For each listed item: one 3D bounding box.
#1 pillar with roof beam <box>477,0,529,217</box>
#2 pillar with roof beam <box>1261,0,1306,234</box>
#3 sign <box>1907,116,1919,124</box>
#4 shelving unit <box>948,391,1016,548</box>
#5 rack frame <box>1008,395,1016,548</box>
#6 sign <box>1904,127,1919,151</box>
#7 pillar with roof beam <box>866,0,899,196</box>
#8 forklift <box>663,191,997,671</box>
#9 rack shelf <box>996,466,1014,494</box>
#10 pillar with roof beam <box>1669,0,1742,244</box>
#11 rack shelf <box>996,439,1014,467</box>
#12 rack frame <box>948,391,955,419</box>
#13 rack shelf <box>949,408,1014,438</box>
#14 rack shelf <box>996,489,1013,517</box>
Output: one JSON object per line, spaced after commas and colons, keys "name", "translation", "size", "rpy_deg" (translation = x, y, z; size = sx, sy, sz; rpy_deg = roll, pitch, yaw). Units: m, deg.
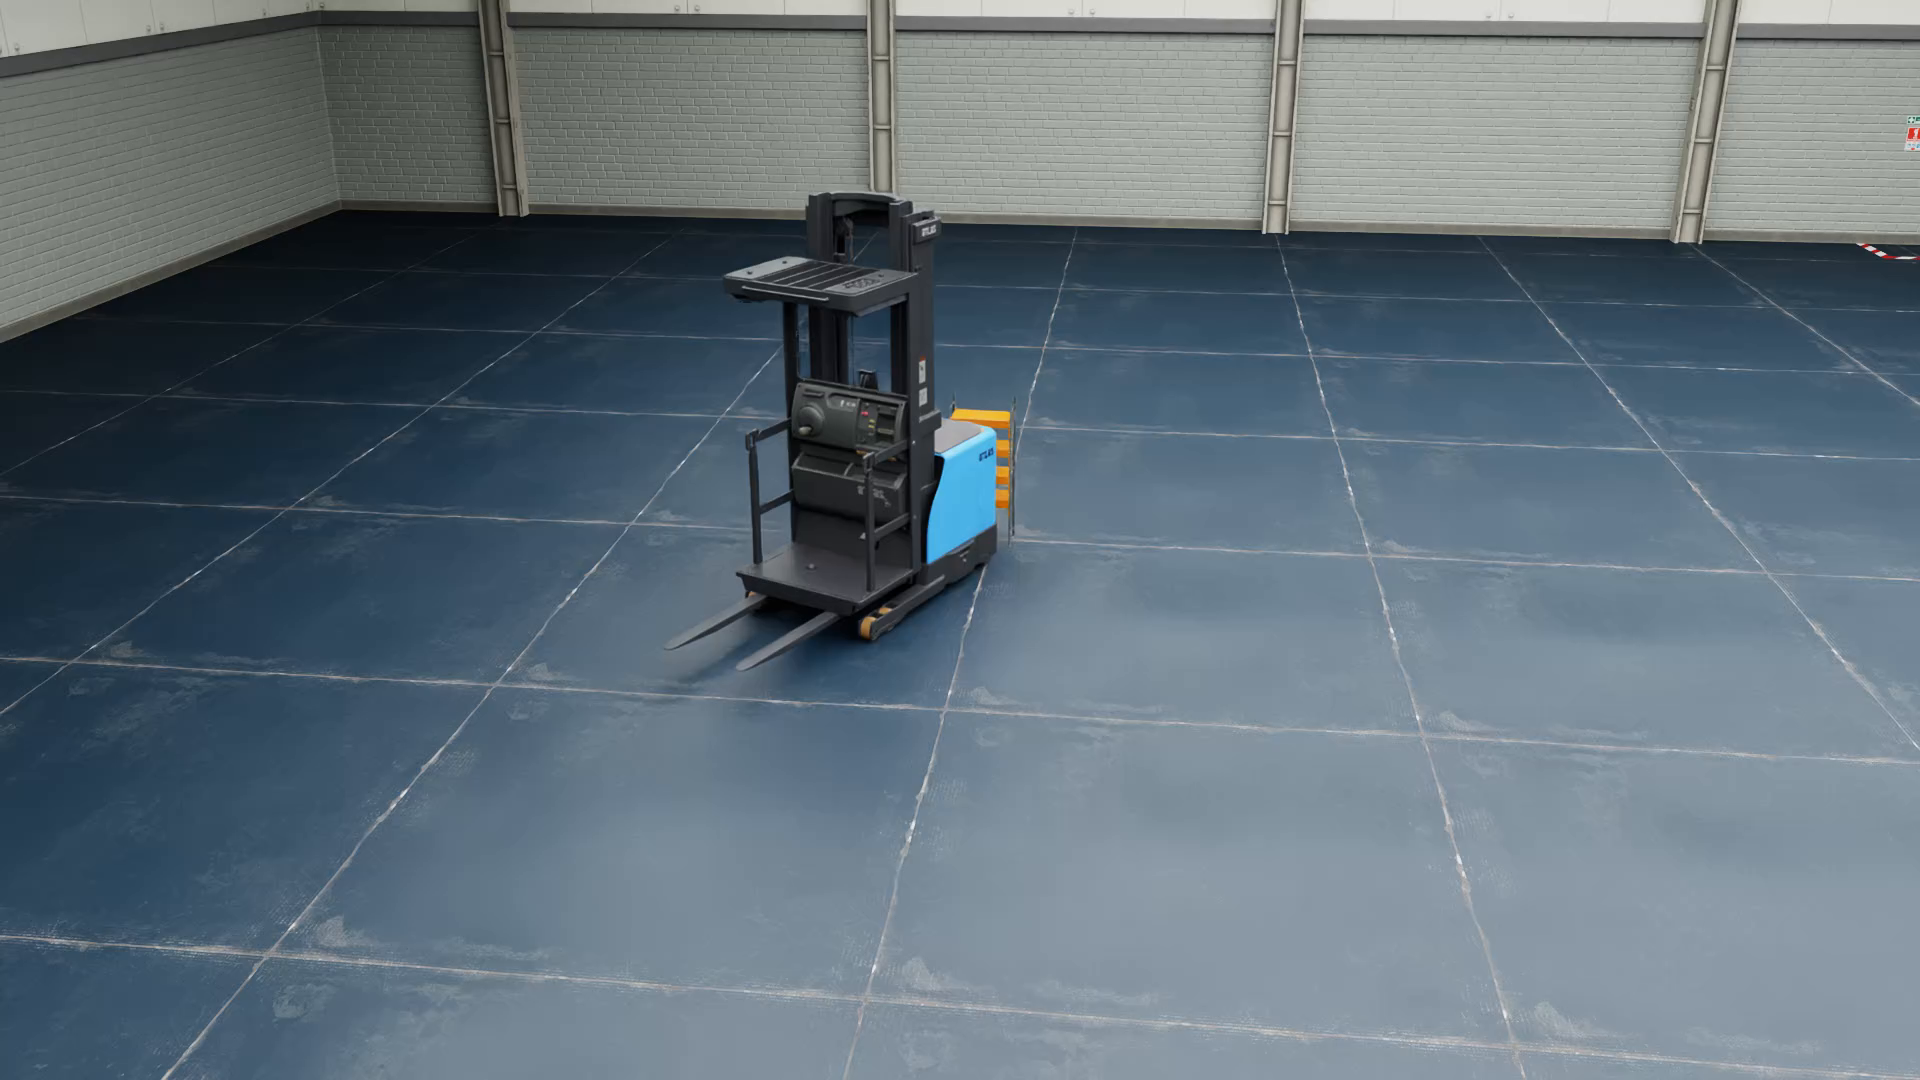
{"name": "pillar with roof beam", "translation": [-7.636, -7.819, 20.976], "size": [0.400, 9.000, 9.100], "rpy_deg": [2, 22, 6]}
{"name": "pillar with roof beam", "translation": [4.281, -7.299, 19.663], "size": [0.400, 9.000, 9.100], "rpy_deg": [2, 22, 6]}
{"name": "sign", "translation": [13.721, -6.004, 23.777], "size": [0.331, 0.109, 0.001], "rpy_deg": [2, 22, 6]}
{"name": "shelving unit", "translation": [0.174, -0.556, 13.215], "size": [0.503, 1.200, 0.258], "rpy_deg": [4, 22, 9]}
{"name": "rack frame", "translation": [0.414, -0.541, 13.175], "size": [0.015, 1.200, 0.240], "rpy_deg": [4, 22, 9]}
{"name": "sign", "translation": [13.717, -5.761, 23.883], "size": [0.234, 0.329, 0.001], "rpy_deg": [2, 22, 6]}
{"name": "pillar with roof beam", "translation": [-1.678, -7.559, 20.320], "size": [0.400, 9.000, 9.100], "rpy_deg": [2, 22, 6]}
{"name": "forklift", "translation": [-0.904, -0.853, 11.610], "size": [1.130, 2.935, 3.031], "rpy_deg": [13, 25, 29]}
{"name": "rack shelf", "translation": [0.174, -0.494, 13.240], "size": [0.480, 0.148, 0.258], "rpy_deg": [4, 22, 9]}
{"name": "pillar with roof beam", "translation": [10.239, -7.040, 19.007], "size": [0.400, 9.000, 9.100], "rpy_deg": [2, 22, 6]}
{"name": "rack shelf", "translation": [0.174, -0.702, 13.158], "size": [0.480, 0.148, 0.258], "rpy_deg": [4, 22, 9]}
{"name": "rack frame", "translation": [-0.066, -0.572, 13.256], "size": [0.015, 1.200, 0.240], "rpy_deg": [4, 22, 9]}
{"name": "rack shelf", "translation": [0.174, -0.922, 13.071], "size": [0.480, 0.148, 0.258], "rpy_deg": [4, 22, 9]}
{"name": "rack shelf", "translation": [0.174, -0.309, 13.313], "size": [0.480, 0.148, 0.258], "rpy_deg": [4, 22, 9]}
